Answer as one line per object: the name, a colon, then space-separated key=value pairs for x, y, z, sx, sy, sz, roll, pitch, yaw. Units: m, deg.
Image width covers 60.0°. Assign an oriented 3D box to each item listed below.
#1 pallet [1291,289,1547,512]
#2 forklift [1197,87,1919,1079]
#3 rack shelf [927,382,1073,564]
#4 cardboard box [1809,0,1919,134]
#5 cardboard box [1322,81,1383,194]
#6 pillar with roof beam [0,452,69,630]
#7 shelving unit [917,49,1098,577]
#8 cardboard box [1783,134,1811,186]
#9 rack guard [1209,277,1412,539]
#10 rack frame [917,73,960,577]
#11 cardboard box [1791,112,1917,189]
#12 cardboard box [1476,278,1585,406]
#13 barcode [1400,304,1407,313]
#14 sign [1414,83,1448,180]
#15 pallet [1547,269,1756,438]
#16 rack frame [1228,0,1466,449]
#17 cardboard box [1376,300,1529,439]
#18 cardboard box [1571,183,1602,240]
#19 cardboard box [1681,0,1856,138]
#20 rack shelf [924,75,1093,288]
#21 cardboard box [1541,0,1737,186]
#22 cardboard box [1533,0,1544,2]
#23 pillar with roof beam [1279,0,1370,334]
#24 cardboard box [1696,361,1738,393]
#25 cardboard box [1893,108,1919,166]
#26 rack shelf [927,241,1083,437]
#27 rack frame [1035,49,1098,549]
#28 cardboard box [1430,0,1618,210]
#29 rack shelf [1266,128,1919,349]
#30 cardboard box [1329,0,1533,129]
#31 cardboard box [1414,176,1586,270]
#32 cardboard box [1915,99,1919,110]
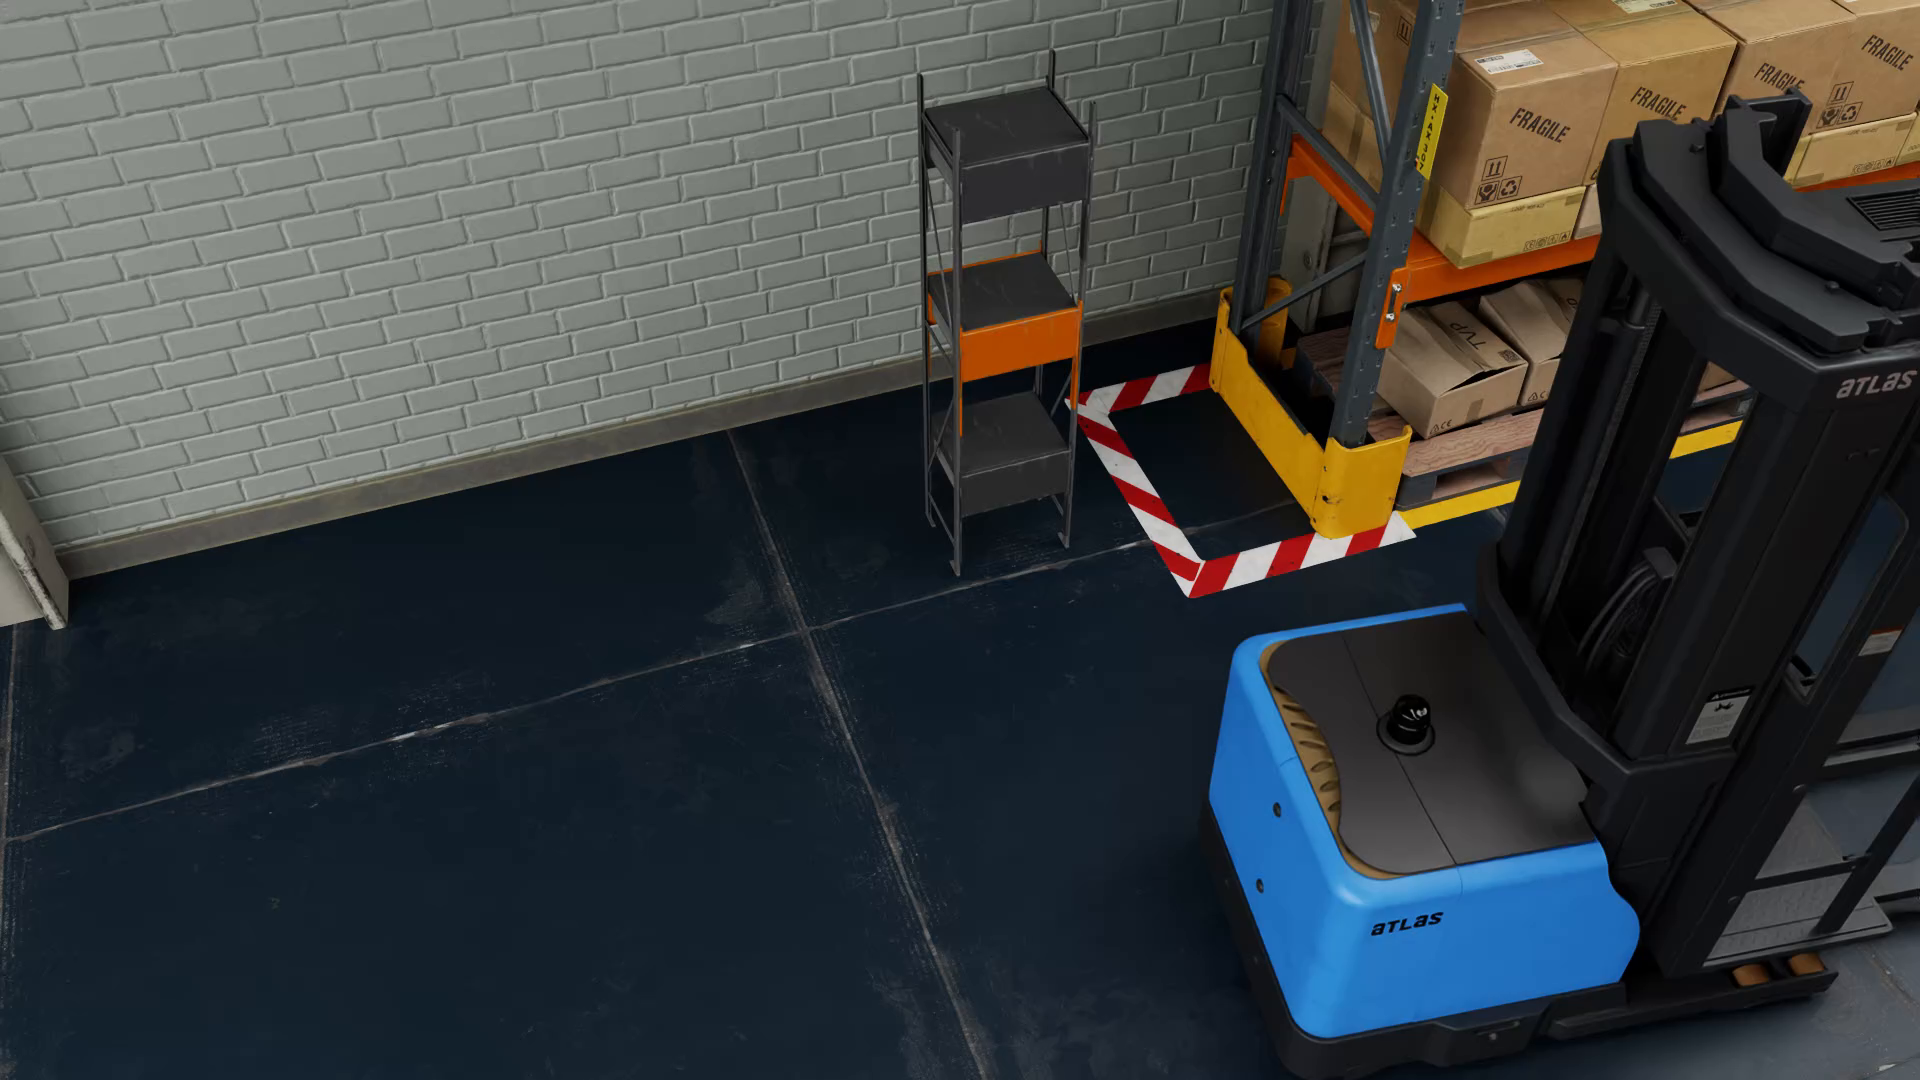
pallet: x=2.284 y=-0.668 z=7.576 sx=1.213 sy=0.211 sz=1.003 roll=-14 pitch=47 yaw=-14
forklift: x=2.414 y=0.156 z=4.835 sx=3.031 sy=2.935 sz=1.130 roll=-8 pitch=46 yaw=-8
rack shelf: x=0.156 y=-0.277 z=6.861 sx=0.480 sy=0.518 sz=0.431 roll=-14 pitch=47 yaw=-14
cardboard box: x=3.425 y=-1.960 z=6.457 sx=0.500 sy=0.500 sz=0.500 roll=-13 pitch=47 yaw=-13
cardboard box: x=1.810 y=-1.658 z=6.686 sx=0.500 sy=0.250 sz=0.500 roll=-14 pitch=47 yaw=-13
pillar with roof beam: x=-2.381 y=-0.014 z=0.720 sx=0.400 sy=9.000 sz=9.100 roll=-14 pitch=47 yaw=-14
shelving unit: x=0.156 y=-0.781 z=6.355 sx=0.503 sy=2.100 sz=0.431 roll=-14 pitch=47 yaw=-14
cardboard box: x=2.968 y=-1.575 z=6.603 sx=0.500 sy=0.250 sz=0.500 roll=-15 pitch=47 yaw=-14
rack guard: x=1.508 y=-0.598 z=7.302 sx=0.348 sy=0.500 sz=1.175 roll=-14 pitch=47 yaw=-14
rack frame: x=-0.074 y=-0.722 z=6.297 sx=0.015 sy=2.100 sz=0.400 roll=-14 pitch=47 yaw=-14
cardboard box: x=3.444 y=-1.695 z=6.723 sx=0.500 sy=0.250 sz=0.500 roll=-14 pitch=47 yaw=-14
cardboard box: x=2.654 y=-0.912 z=7.438 sx=0.500 sy=0.311 sz=0.500 roll=-11 pitch=46 yaw=-11
barcode: x=1.999 y=-1.049 z=7.568 sx=0.075 sy=0.075 sz=0.001 roll=-14 pitch=47 yaw=-14
sign: x=1.621 y=-1.406 z=5.732 sx=0.005 sy=0.325 sz=0.100 roll=-14 pitch=47 yaw=-14
pallet: x=3.430 y=-0.959 z=7.866 sx=1.213 sy=0.211 sz=1.003 roll=-14 pitch=47 yaw=-14
rack frame: x=1.437 y=-1.462 z=6.399 sx=0.127 sy=3.000 sz=1.000 roll=-14 pitch=47 yaw=-14
cardboard box: x=2.118 y=-0.775 z=7.301 sx=0.500 sy=0.311 sz=0.500 roll=-19 pitch=48 yaw=-18
cardboard box: x=2.487 y=-1.457 z=6.485 sx=0.500 sy=0.250 sz=0.500 roll=-16 pitch=47 yaw=-15
cardboard box: x=2.944 y=-1.828 z=6.326 sx=0.500 sy=0.500 sz=0.500 roll=-16 pitch=47 yaw=-15
rack shelf: x=0.156 y=-1.266 z=5.869 sx=0.480 sy=0.518 sz=0.431 roll=-14 pitch=47 yaw=-14
cardboard box: x=2.456 y=-1.708 z=6.206 sx=0.500 sy=0.500 sz=0.500 roll=-14 pitch=47 yaw=-14
cardboard box: x=2.284 y=-2.051 z=6.548 sx=0.500 sy=0.500 sz=0.500 roll=-14 pitch=47 yaw=-13
pillar with roof beam: x=3.263 y=-1.457 z=2.158 sx=0.400 sy=9.000 sz=9.100 roll=-14 pitch=47 yaw=-14
cardboard box: x=3.361 y=-1.122 z=7.514 sx=0.500 sy=0.500 sz=0.700 roll=-17 pitch=48 yaw=-16
cardboard box: x=3.917 y=-1.817 z=6.844 sx=0.500 sy=0.250 sz=0.500 roll=-15 pitch=47 yaw=-14
rack shelf: x=0.156 y=-0.771 z=6.365 sx=0.480 sy=0.518 sz=0.431 roll=-14 pitch=47 yaw=-14
rack frame: x=0.385 y=-0.840 z=6.414 sx=0.015 sy=2.100 sz=0.400 roll=-14 pitch=47 yaw=-14
cardboard box: x=1.988 y=-1.596 z=6.094 sx=0.500 sy=0.500 sz=0.500 roll=-14 pitch=47 yaw=-14
rack shelf: x=3.318 y=-1.689 z=7.133 sx=4.000 sy=0.370 sz=1.077 roll=-14 pitch=47 yaw=-14
cardboard box: x=1.808 y=-1.936 z=6.433 sx=0.500 sy=0.500 sz=0.500 roll=-15 pitch=47 yaw=-14
cardboard box: x=2.003 y=-1.322 z=6.351 sx=0.500 sy=0.250 sz=0.500 roll=-16 pitch=47 yaw=-15
cardboard box: x=3.914 y=-2.086 z=6.582 sx=0.500 sy=0.500 sz=0.500 roll=-16 pitch=47 yaw=-15
